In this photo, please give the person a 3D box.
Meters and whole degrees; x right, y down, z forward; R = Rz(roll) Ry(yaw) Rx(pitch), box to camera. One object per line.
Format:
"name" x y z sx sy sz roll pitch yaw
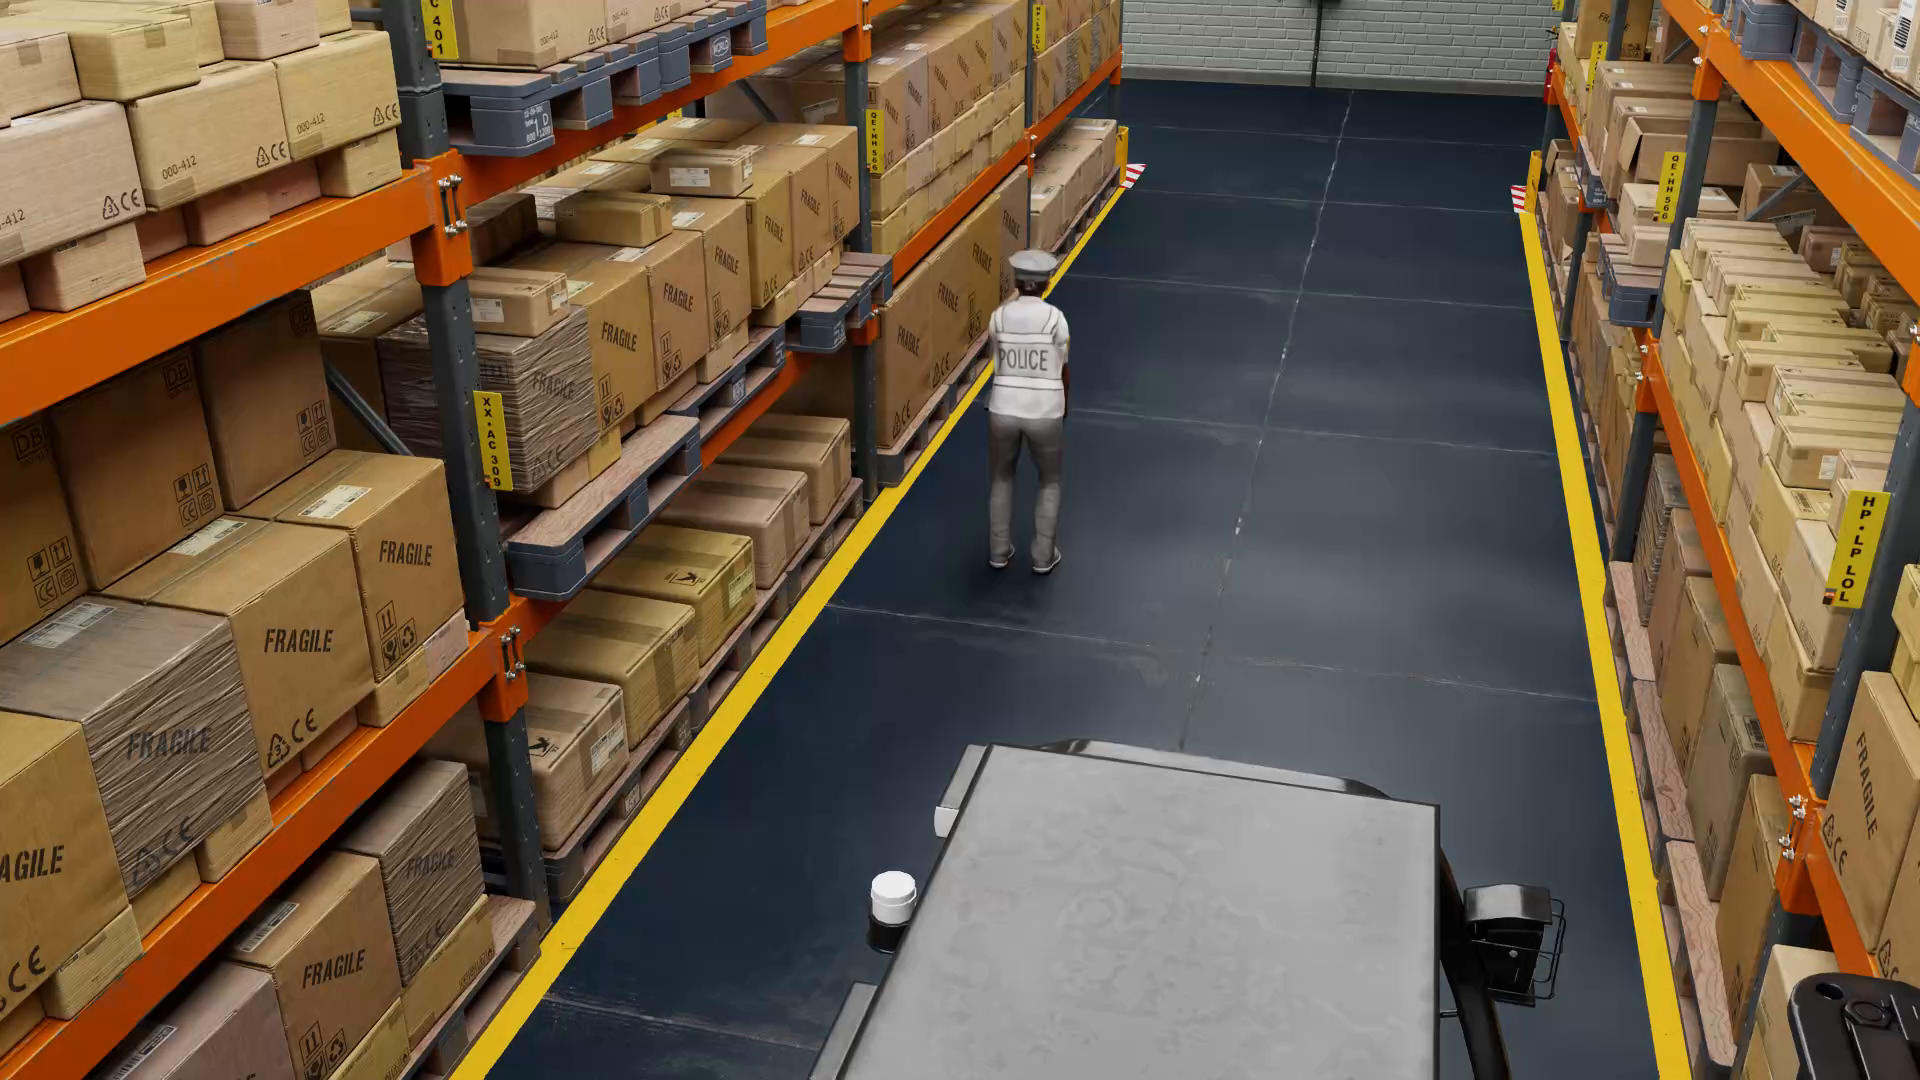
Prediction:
"person" 0.349 -0.645 8.518 0.415 1.625 0.566 6 26 12
